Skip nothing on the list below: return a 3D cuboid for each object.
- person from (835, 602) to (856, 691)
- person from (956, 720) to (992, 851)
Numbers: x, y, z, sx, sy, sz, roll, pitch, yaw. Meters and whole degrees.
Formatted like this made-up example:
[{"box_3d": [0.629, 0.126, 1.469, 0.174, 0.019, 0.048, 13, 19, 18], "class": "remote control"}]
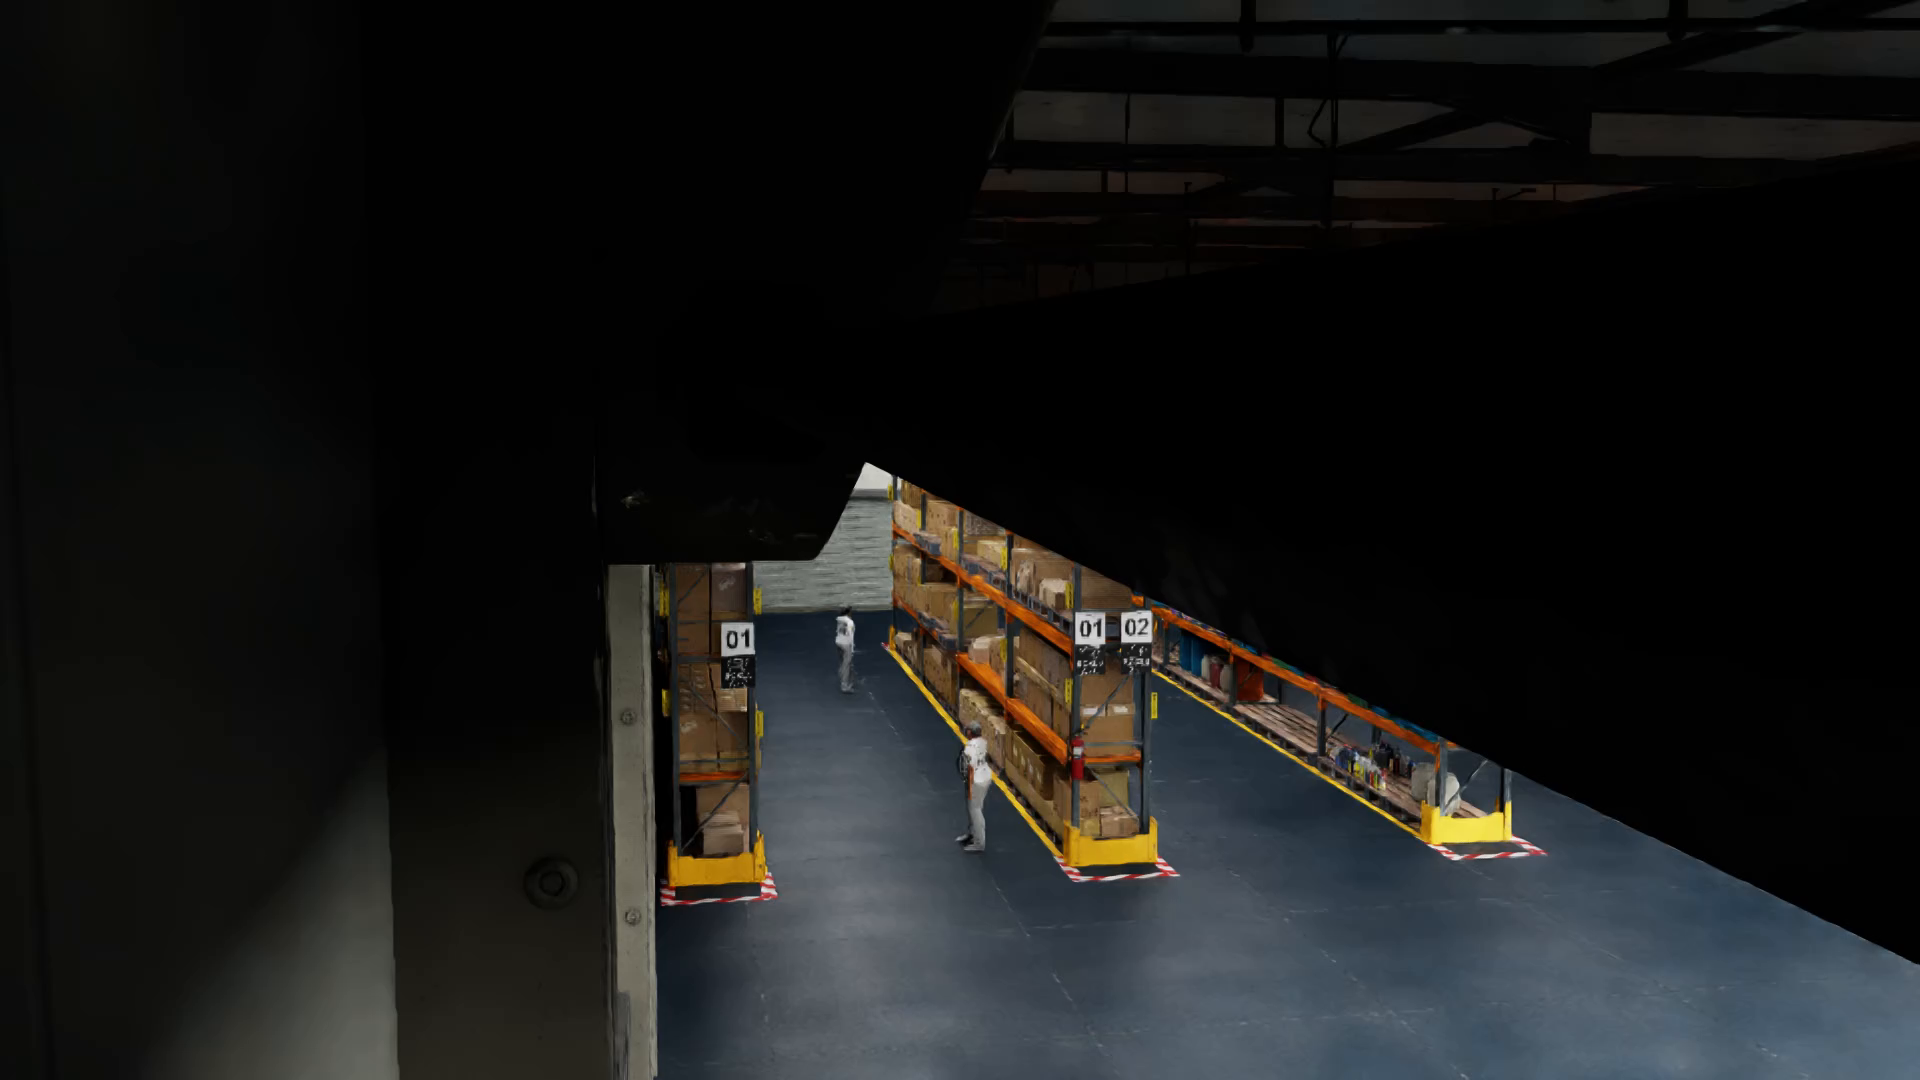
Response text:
[{"box_3d": [-2.165, 2.033, 31.936, 0.433, 1.684, 0.553, -5, 8, -37], "class": "person"}, {"box_3d": [0.157, 3.165, 21.595, 0.480, 1.666, 0.523, 2, 7, 21], "class": "person"}]
